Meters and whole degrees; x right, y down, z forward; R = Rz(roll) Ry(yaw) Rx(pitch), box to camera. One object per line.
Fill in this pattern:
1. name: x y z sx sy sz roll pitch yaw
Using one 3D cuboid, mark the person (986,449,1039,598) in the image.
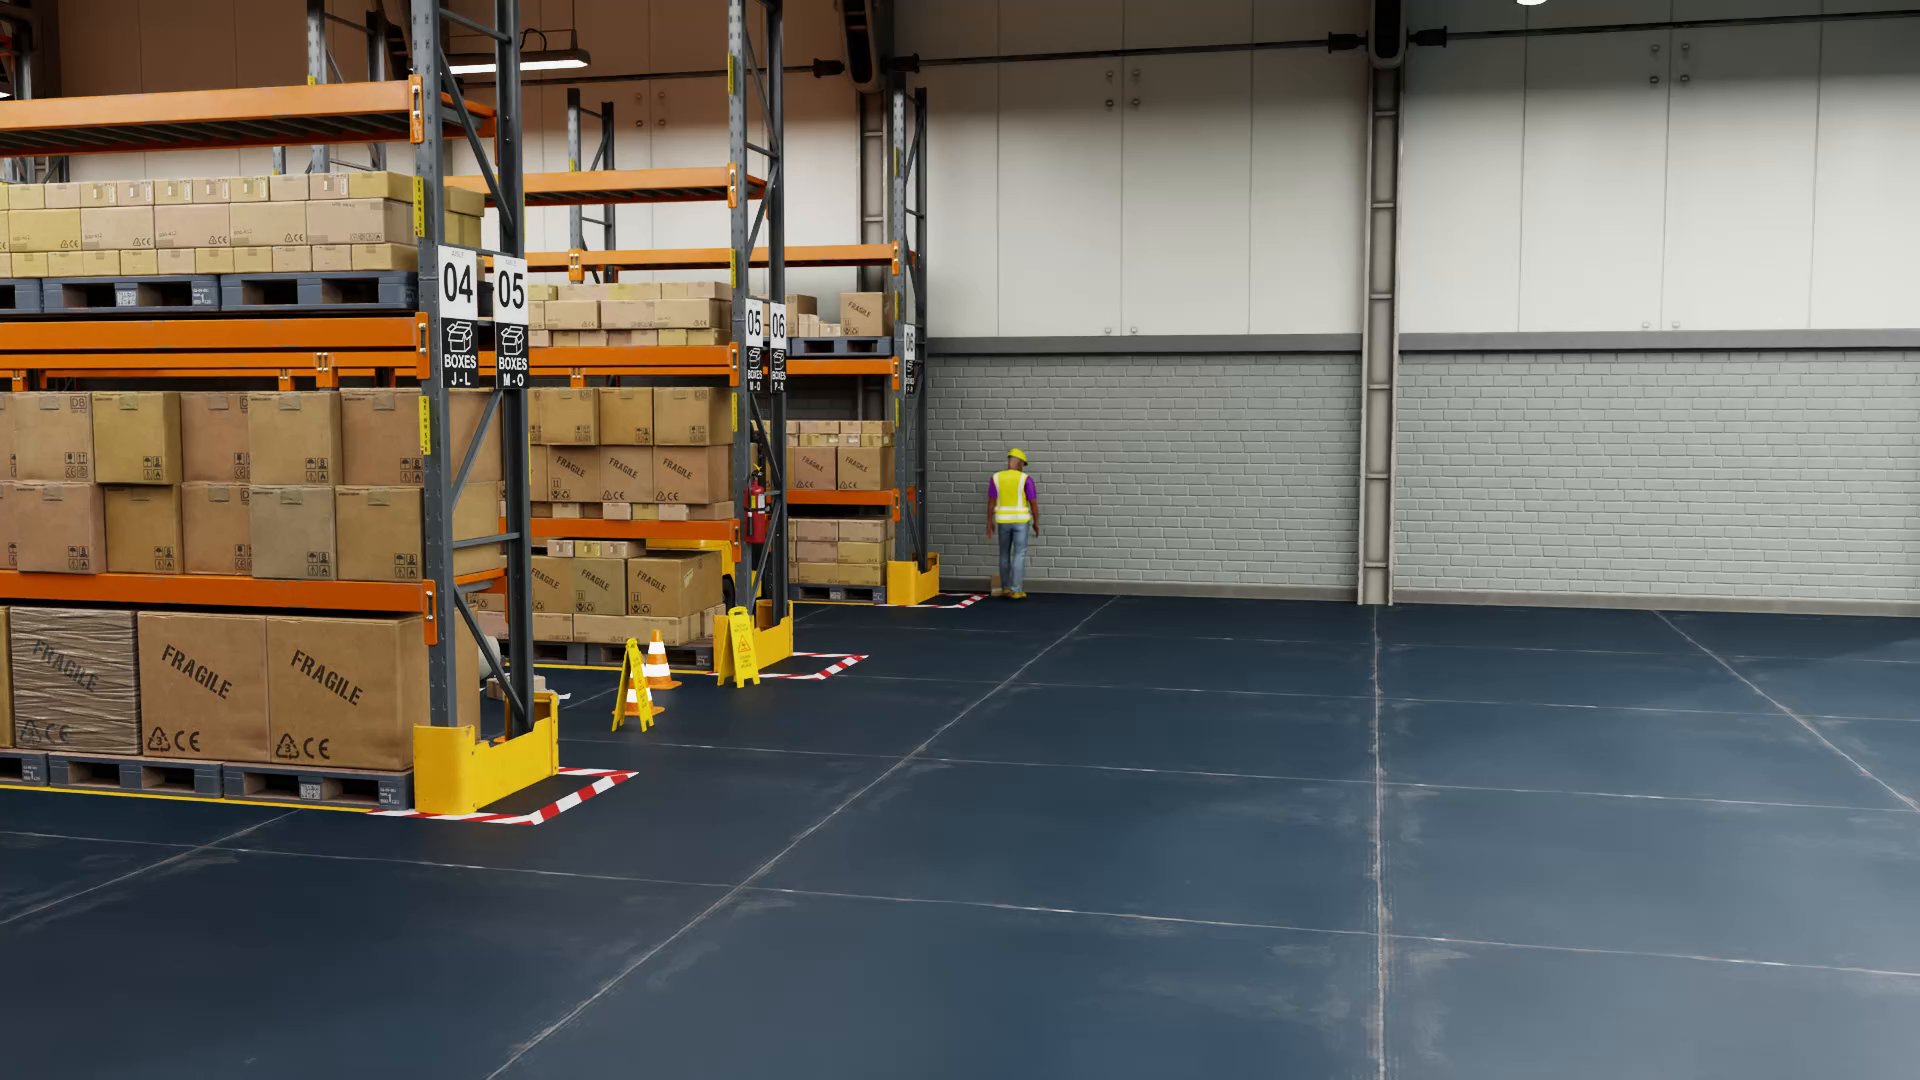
1. person: 0.664 -0.210 19.657 0.619 1.740 0.711 2 5 18
